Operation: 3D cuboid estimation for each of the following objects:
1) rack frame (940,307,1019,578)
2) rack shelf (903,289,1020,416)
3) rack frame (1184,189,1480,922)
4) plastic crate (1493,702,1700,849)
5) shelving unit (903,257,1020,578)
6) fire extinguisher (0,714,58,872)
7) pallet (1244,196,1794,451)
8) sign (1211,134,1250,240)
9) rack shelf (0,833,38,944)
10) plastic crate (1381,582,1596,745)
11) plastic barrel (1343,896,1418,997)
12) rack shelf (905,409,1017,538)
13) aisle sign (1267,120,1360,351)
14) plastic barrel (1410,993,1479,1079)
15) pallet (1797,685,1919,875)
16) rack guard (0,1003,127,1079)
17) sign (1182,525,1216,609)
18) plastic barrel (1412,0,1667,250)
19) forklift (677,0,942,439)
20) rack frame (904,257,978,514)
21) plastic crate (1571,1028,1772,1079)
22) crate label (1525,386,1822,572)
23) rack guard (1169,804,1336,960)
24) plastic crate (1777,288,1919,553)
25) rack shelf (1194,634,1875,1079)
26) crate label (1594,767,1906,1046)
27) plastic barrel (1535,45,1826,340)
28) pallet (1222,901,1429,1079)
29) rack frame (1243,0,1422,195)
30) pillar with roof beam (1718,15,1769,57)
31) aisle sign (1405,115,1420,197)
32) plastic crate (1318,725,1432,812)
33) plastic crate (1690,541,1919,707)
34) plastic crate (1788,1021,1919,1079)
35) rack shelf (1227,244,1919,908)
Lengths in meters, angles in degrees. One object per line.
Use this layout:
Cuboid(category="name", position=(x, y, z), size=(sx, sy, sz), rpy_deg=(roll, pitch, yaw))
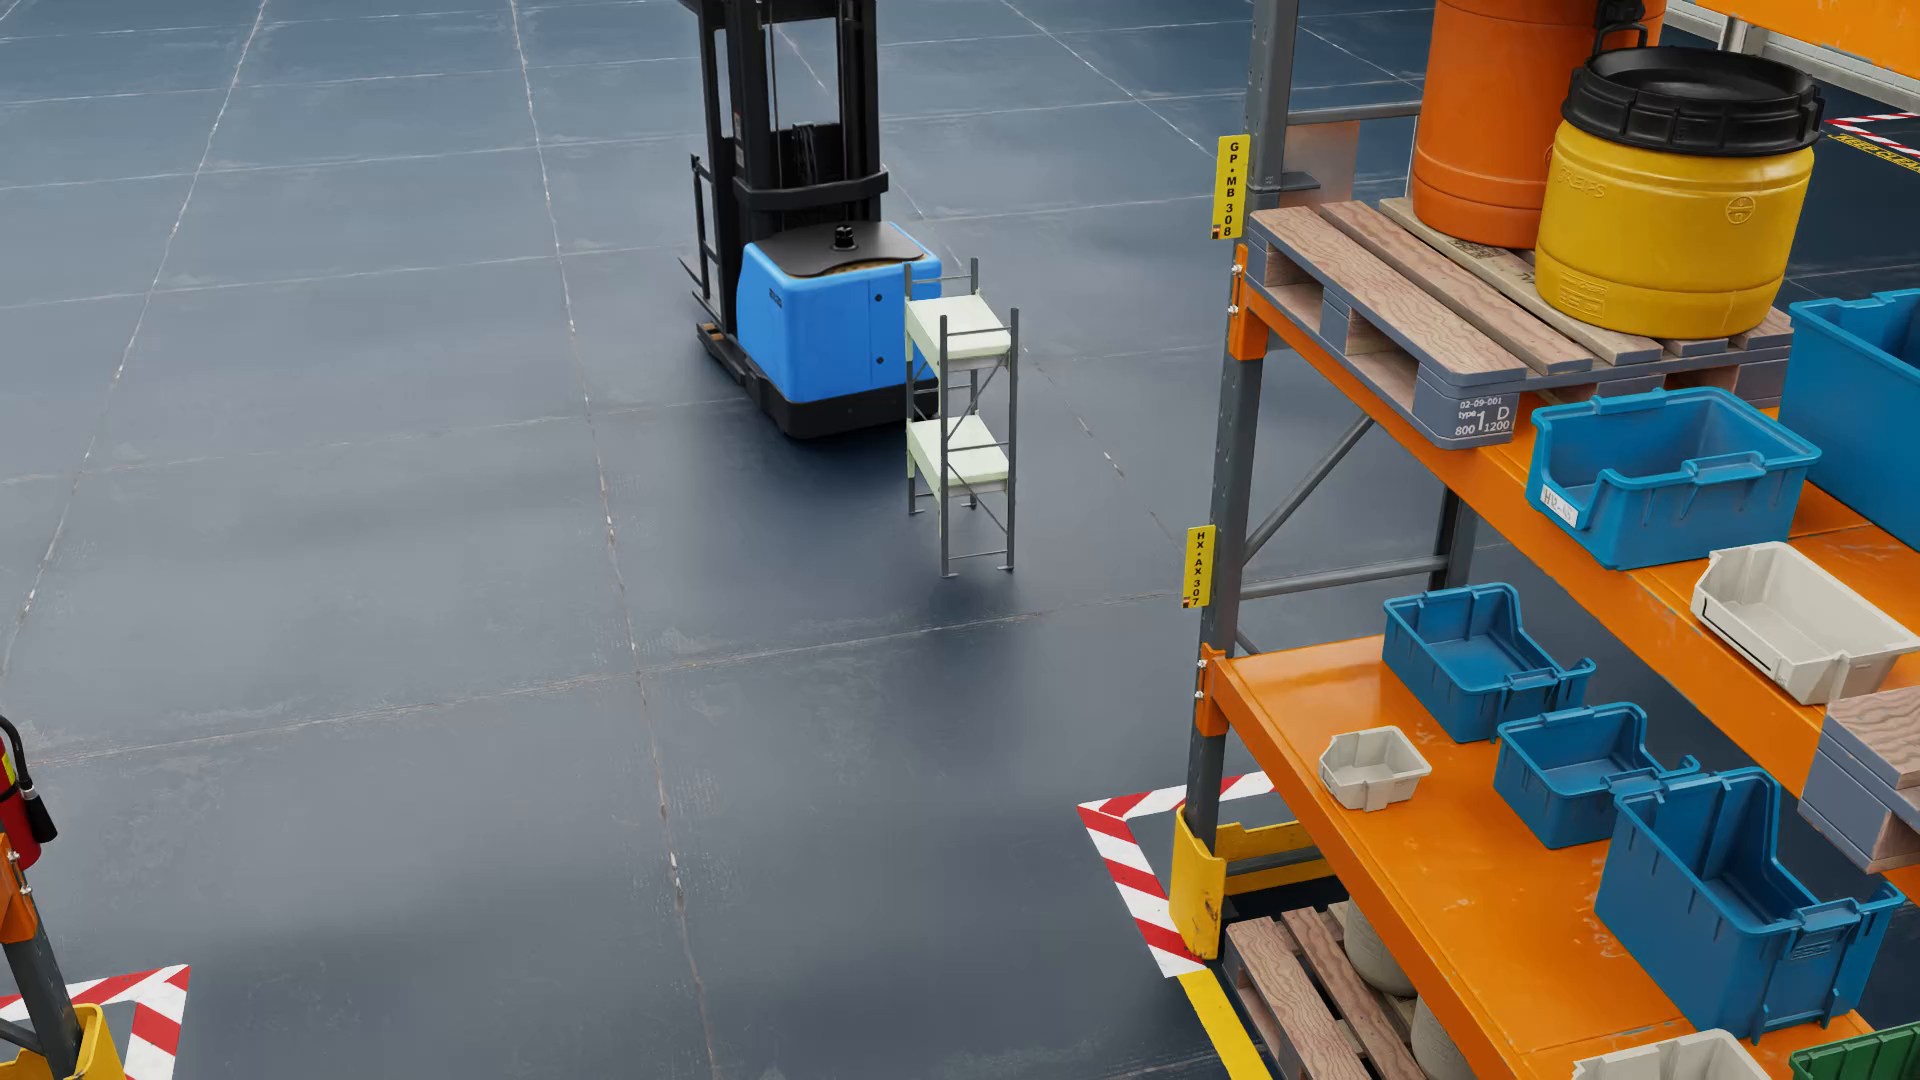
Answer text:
Cuboid(category="rack frame", position=(0.095, -0.476, 8.574), size=(0.400, 1.500, 0.023), rpy_deg=(-8, 31, -13))
Cuboid(category="rack shelf", position=(-0.002, -0.990, 8.684), size=(0.431, 0.370, 0.720), rpy_deg=(-8, 31, -13))
Cuboid(category="rack frame", position=(1.366, 0.144, 6.006), size=(1.000, 3.000, 0.127), rpy_deg=(-8, 31, -13))
Cuboid(category="plastic crate", position=(1.954, 0.725, 5.151), size=(0.499, 0.251, 0.408), rpy_deg=(-8, 31, -13))
Cuboid(category="shelving unit", position=(-0.002, -0.652, 8.880), size=(0.431, 1.500, 0.755), rpy_deg=(-8, 31, -13))
Cuboid(category="fire extinguisher", position=(-2.995, 0.720, 5.089), size=(0.296, 0.674, 0.183), rpy_deg=(-8, 31, -13))
Cuboid(category="pallet", position=(1.491, -0.660, 4.589), size=(1.003, 0.211, 1.213), rpy_deg=(-8, 31, -13))
Cuboid(category="sign", position=(0.835, -1.087, 5.130), size=(0.100, 0.325, 0.005), rpy_deg=(-8, 31, -13))
Cuboid(category="rack shelf", position=(-2.878, 2.080, 3.380), size=(1.077, 0.370, 4.000), rpy_deg=(-8, 31, -13))
Cuboid(category="plastic crate", position=(1.787, 0.411, 5.695), size=(0.499, 0.251, 0.616), rpy_deg=(-8, 31, -13))
Cuboid(category="plastic barrel", position=(1.614, 1.347, 5.993), size=(0.421, 0.512, 0.421), rpy_deg=(0, 30, 0))
Cuboid(category="rack shelf", position=(-0.002, -0.370, 9.043), size=(0.431, 0.370, 0.720), rpy_deg=(-8, 31, -13))
Cuboid(category="aisle sign", position=(1.065, -0.977, 5.348), size=(0.394, 0.787, 0.004), rpy_deg=(-8, 31, -13))
Cuboid(category="plastic barrel", position=(1.748, 1.589, 5.574), size=(0.421, 0.512, 0.421), rpy_deg=(0, 30, 0))
Cuboid(category="pallet", position=(2.142, 0.524, 2.544), size=(1.213, 0.211, 1.003), rpy_deg=(-8, 31, -13))
Cuboid(category="rack guard", position=(-3.389, 1.921, 5.431), size=(1.175, 0.500, 0.348), rpy_deg=(-8, 31, -13))
Cuboid(category="sign", position=(0.835, 0.096, 5.814), size=(0.100, 0.325, 0.005), rpy_deg=(-8, 31, -13))
Cuboid(category="plastic barrel", position=(1.618, -1.304, 4.666), size=(0.600, 0.830, 0.708), rpy_deg=(-8, 31, -13))
Cuboid(category="forklift", position=(-1.176, -2.604, 10.823), size=(1.130, 2.935, 3.031), rpy_deg=(-13, 33, -21))
Cuboid(category="rack frame", position=(-0.099, -0.829, 9.185), size=(0.400, 1.500, 0.023), rpy_deg=(-8, 31, -13))
Cuboid(category="plastic crate", position=(1.753, 1.440, 4.031), size=(0.530, 0.136, 0.437), rpy_deg=(-8, 31, -13))
Cuboid(category="crate label", position=(1.544, -0.142, 3.654), size=(0.502, 0.251, 0.408), rpy_deg=(-8, 31, -13))
Cuboid(category="rack guard", position=(1.432, 1.257, 6.580), size=(1.175, 0.500, 0.348), rpy_deg=(-8, 31, -13))
Cuboid(category="plastic crate", position=(2.163, -0.266, 3.737), size=(0.392, 0.384, 0.575), rpy_deg=(-8, 31, -13))
Cuboid(category="rack shelf", position=(1.897, 1.422, 4.518), size=(1.077, 0.370, 4.000), rpy_deg=(-8, 31, -13))
Cuboid(category="crate label", position=(2.115, 0.982, 4.524), size=(0.502, 0.435, 0.616), rpy_deg=(-8, 31, -13))
Cuboid(category="plastic barrel", position=(1.791, -0.883, 4.180), size=(0.600, 0.588, 0.600), rpy_deg=(0, 30, 0))
Cuboid(category="pallet", position=(1.642, 1.775, 5.973), size=(1.003, 0.211, 1.213), rpy_deg=(-8, 31, -13))
Cuboid(category="rack frame", position=(1.366, -2.452, 4.503), size=(1.000, 3.000, 0.127), rpy_deg=(-8, 31, -13))
Cuboid(category="pillar with roof beam", position=(4.602, -8.770, 15.418), size=(9.100, 9.000, 0.400), rpy_deg=(-8, 31, -13))
Cuboid(category="aisle sign", position=(1.633, -1.055, 5.483), size=(0.394, 0.787, 0.004), rpy_deg=(-8, 31, -13))
Cuboid(category="plastic crate", position=(1.293, 0.733, 5.252), size=(0.298, 0.136, 0.250), rpy_deg=(-8, 31, -13))
Cuboid(category="plastic crate", position=(1.612, 0.171, 3.230), size=(0.243, 0.136, 0.396), rpy_deg=(-8, 31, -13))
Cuboid(category="plastic crate", position=(2.340, 1.475, 3.919), size=(0.450, 0.188, 0.662), rpy_deg=(-8, 31, -13))
Cuboid(category="rack shelf", position=(1.897, 0.123, 3.766), size=(1.077, 0.370, 4.000), rpy_deg=(-8, 31, -13))
